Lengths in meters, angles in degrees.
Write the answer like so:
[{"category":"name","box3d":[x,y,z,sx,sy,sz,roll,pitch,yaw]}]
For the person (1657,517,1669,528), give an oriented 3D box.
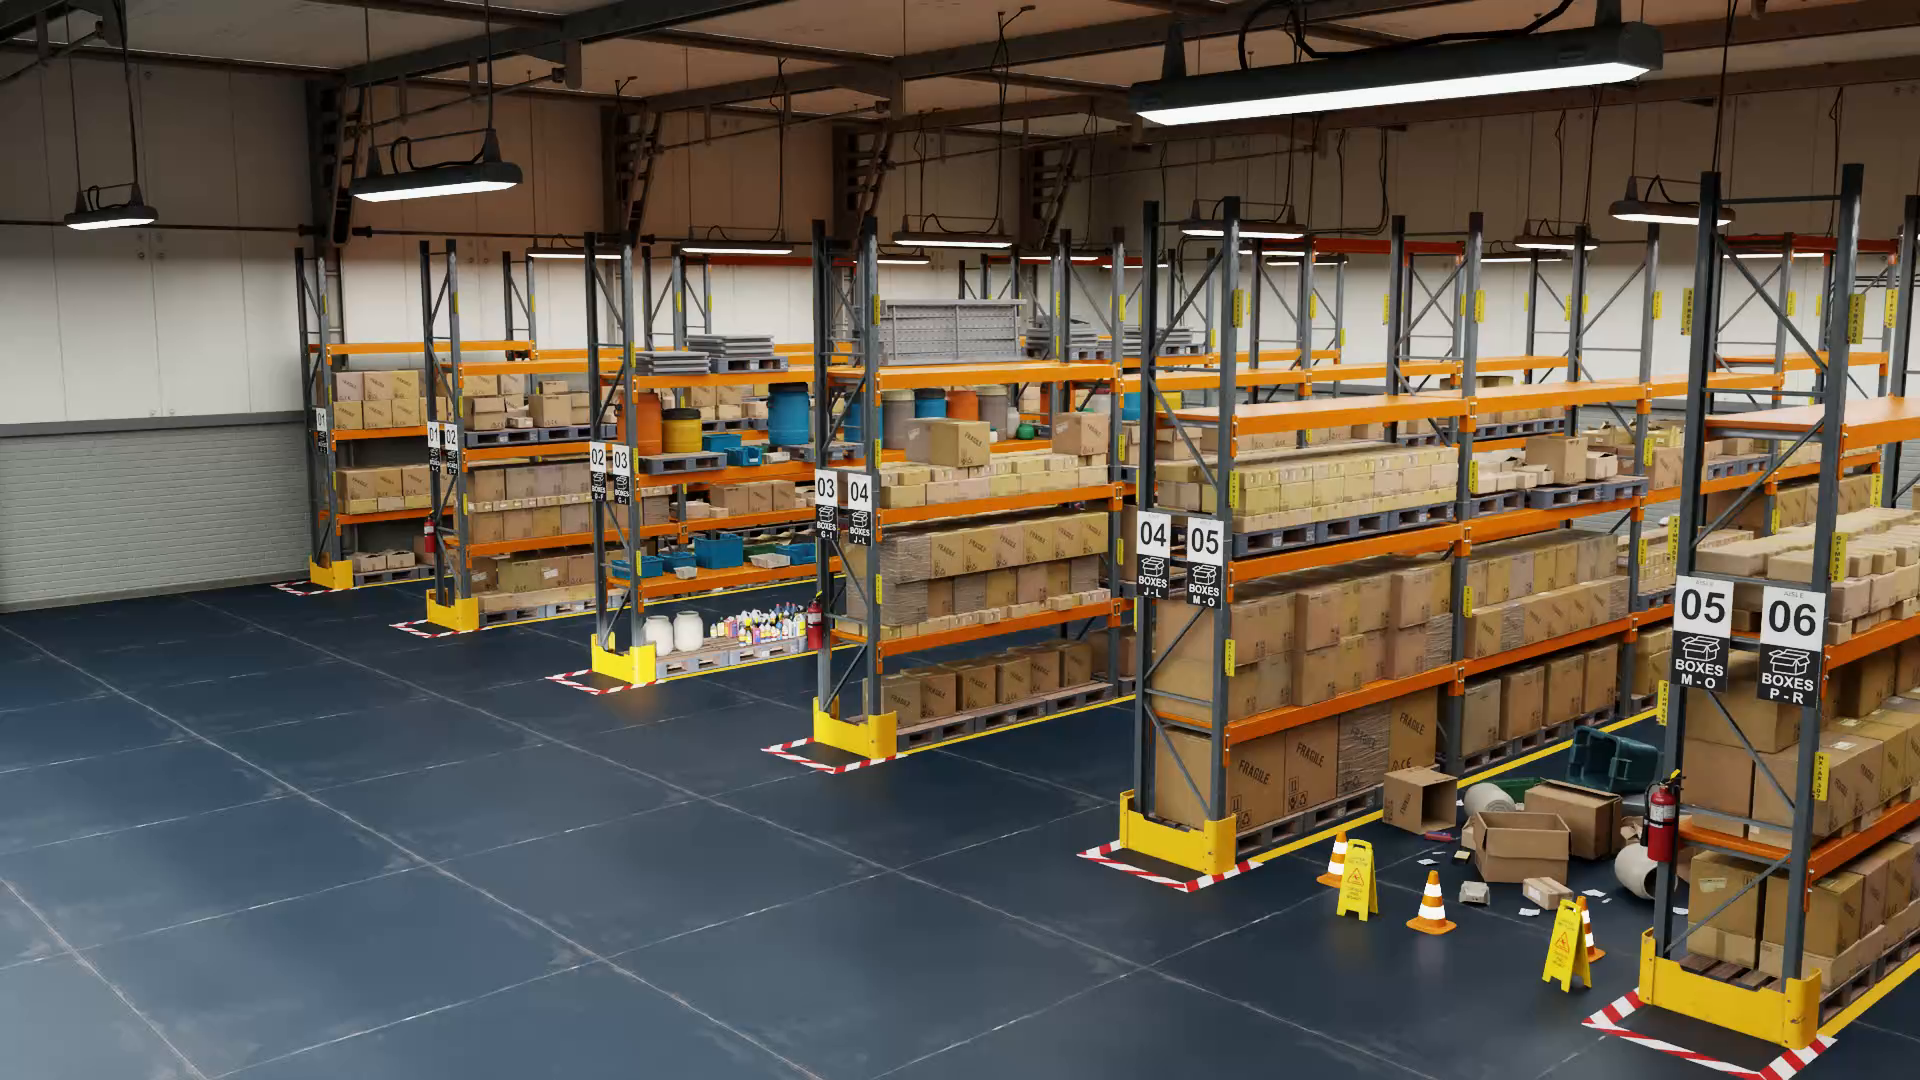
[{"category":"person","box3d":[11.104,0.510,26.031,0.650,1.752,0.691,-6,10,-35]}]
